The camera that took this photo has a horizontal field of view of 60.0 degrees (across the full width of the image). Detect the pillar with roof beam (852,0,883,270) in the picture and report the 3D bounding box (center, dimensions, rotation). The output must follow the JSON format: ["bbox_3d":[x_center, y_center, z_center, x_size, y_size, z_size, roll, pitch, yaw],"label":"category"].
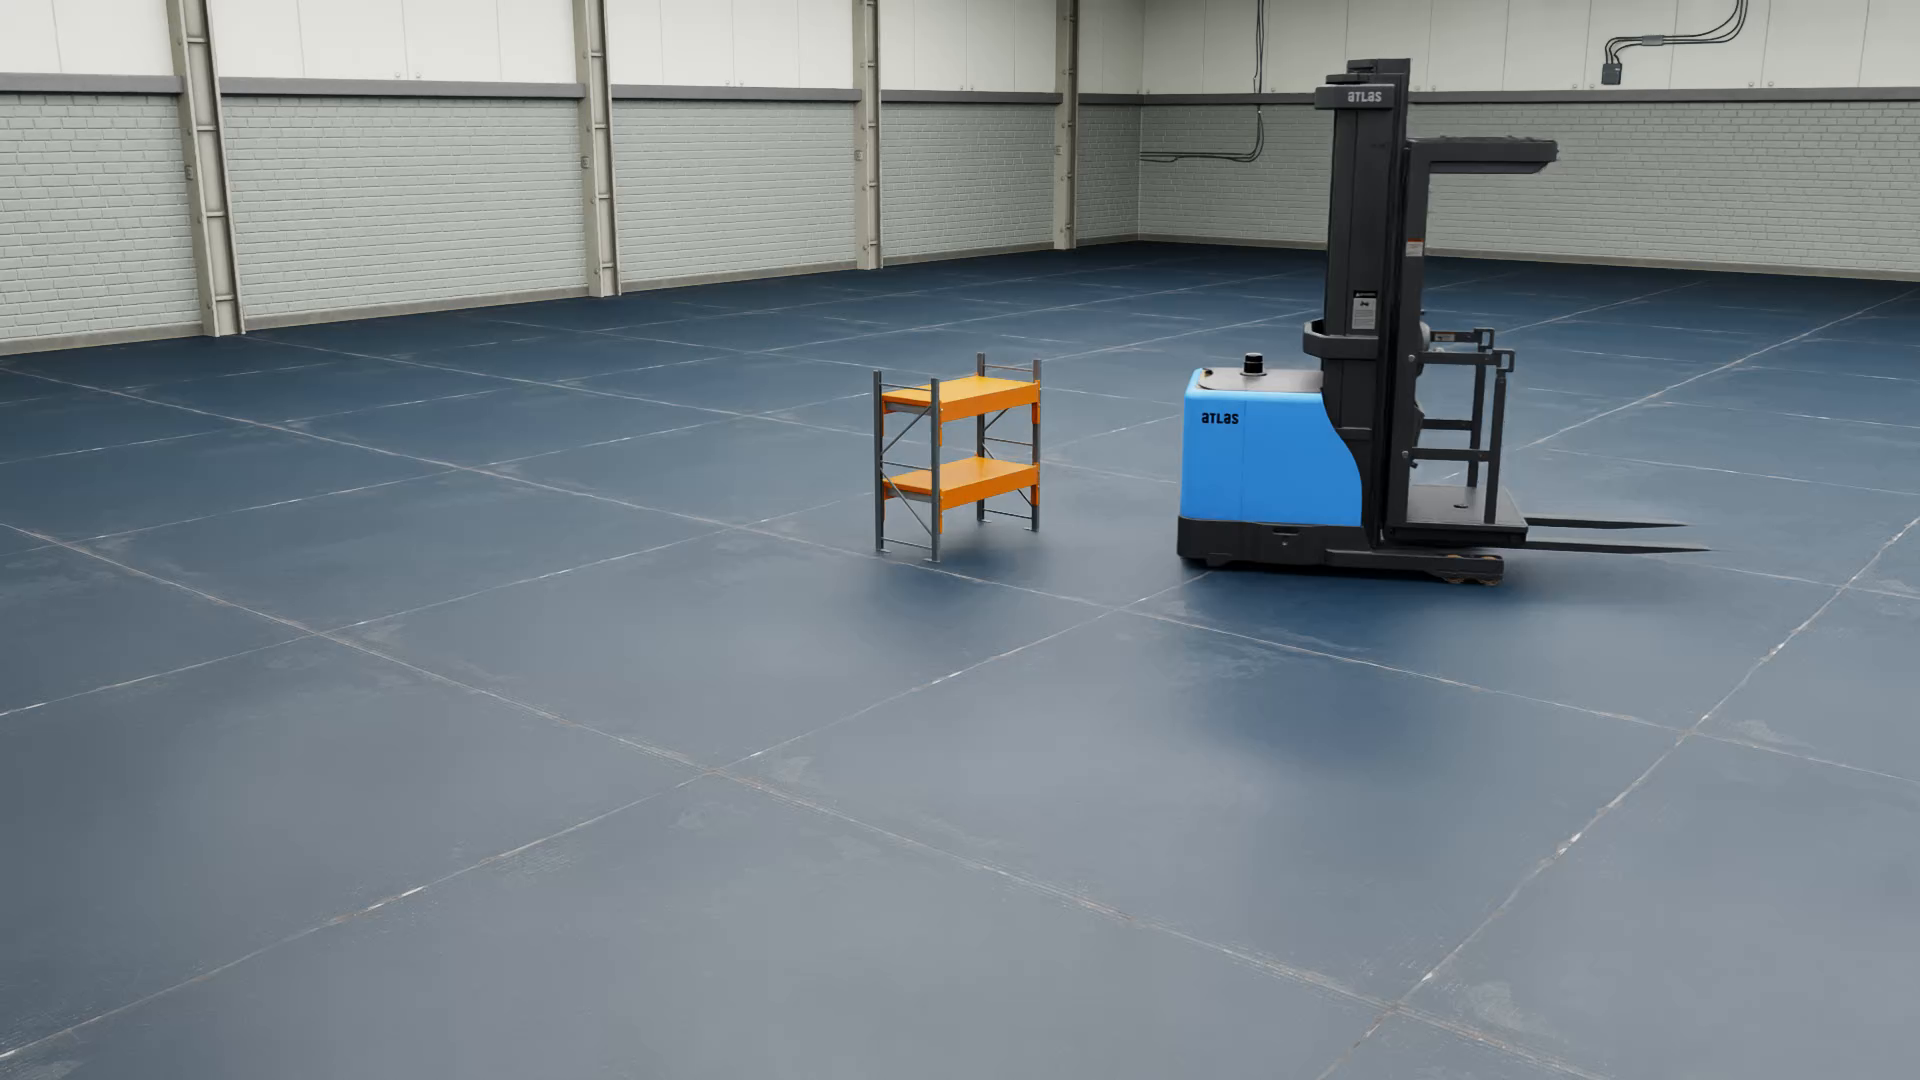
[{"bbox_3d":[1.728,-8.557,26.029,9.100,9.000,0.400,11,18,38],"label":"pillar with roof beam"}]

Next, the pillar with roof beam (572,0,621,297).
[{"bbox_3d":[-2.043,-7.408,21.506,9.100,9.000,0.400,11,18,38],"label":"pillar with roof beam"}]

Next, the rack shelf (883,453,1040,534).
[{"bbox_3d":[-0.004,-0.307,10.540,0.538,0.278,1.000,11,18,38],"label":"rack shelf"}]

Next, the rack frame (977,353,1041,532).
[{"bbox_3d":[0.315,-0.641,10.863,0.500,1.125,0.032,11,18,38],"label":"rack frame"}]

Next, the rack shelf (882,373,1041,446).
[{"bbox_3d":[-0.004,-0.828,10.407,0.538,0.278,1.000,11,18,38],"label":"rack shelf"}]

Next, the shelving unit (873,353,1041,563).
[{"bbox_3d":[-0.004,-0.544,10.479,0.538,1.125,1.048,11,18,38],"label":"shelving unit"}]

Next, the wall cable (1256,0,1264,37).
[{"bbox_3d":[7.135,-11.256,32.703,3.097,2.526,0.112,11,18,38],"label":"wall cable"}]

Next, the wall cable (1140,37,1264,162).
[{"bbox_3d":[5.031,-9.227,34.973,3.097,2.526,0.112,11,18,38],"label":"wall cable"}]

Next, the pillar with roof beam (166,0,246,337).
[{"bbox_3d":[-5.814,-6.259,16.983,9.100,9.000,0.400,11,18,38],"label":"pillar with roof beam"}]

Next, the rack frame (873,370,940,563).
[{"bbox_3d":[-0.324,-0.447,10.096,0.500,1.125,0.032,11,18,38],"label":"rack frame"}]

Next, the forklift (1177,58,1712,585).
[{"bbox_3d":[2.874,-1.302,9.794,3.031,2.935,1.130,3,15,11],"label":"forklift"}]

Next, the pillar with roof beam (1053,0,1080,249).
[{"bbox_3d":[5.499,-9.706,30.553,9.100,9.000,0.400,11,18,38],"label":"pillar with roof beam"}]

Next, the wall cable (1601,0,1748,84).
[{"bbox_3d":[12.405,-10.908,28.377,2.305,6.003,0.169,11,18,38],"label":"wall cable"}]
